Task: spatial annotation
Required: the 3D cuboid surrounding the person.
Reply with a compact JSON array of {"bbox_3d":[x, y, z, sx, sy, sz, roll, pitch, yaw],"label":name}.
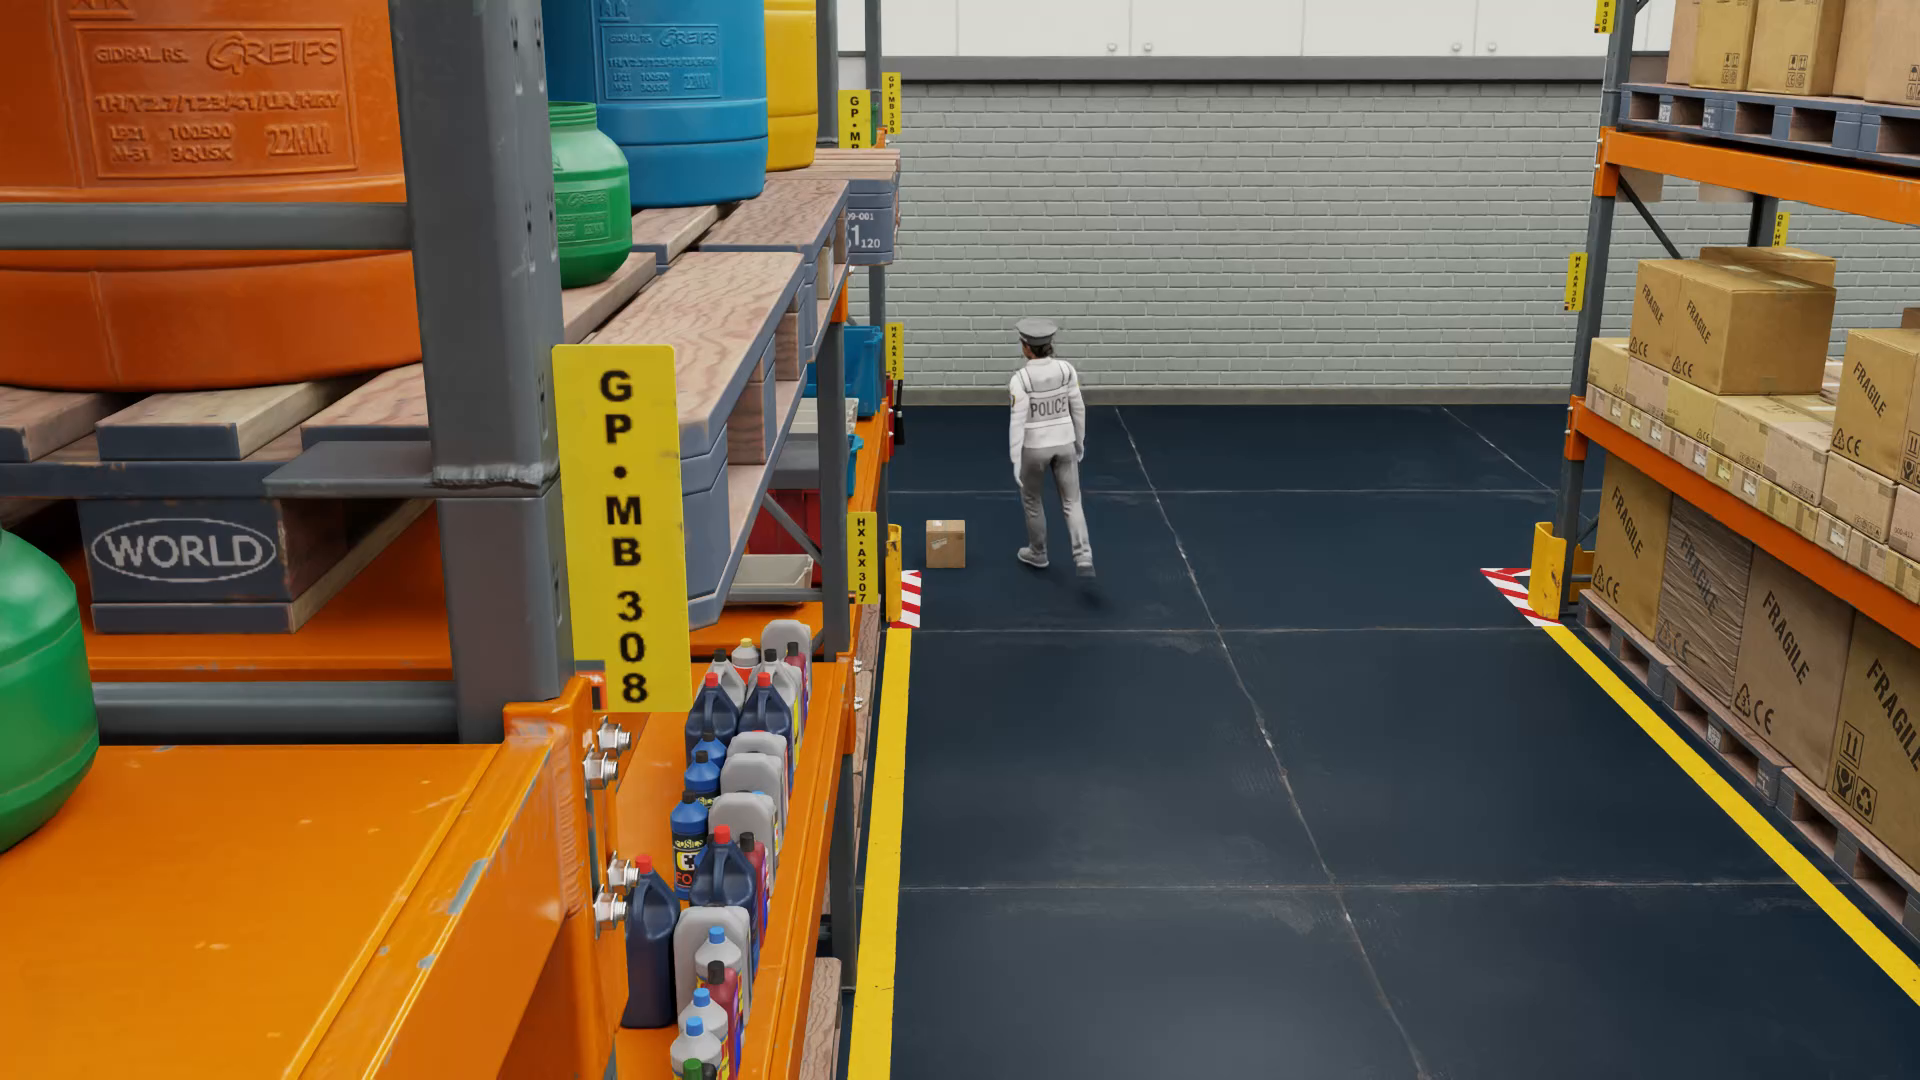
[{"bbox_3d":[0.560,-0.550,10.293,0.545,1.639,0.907,-5,18,-17],"label":"person"}]
